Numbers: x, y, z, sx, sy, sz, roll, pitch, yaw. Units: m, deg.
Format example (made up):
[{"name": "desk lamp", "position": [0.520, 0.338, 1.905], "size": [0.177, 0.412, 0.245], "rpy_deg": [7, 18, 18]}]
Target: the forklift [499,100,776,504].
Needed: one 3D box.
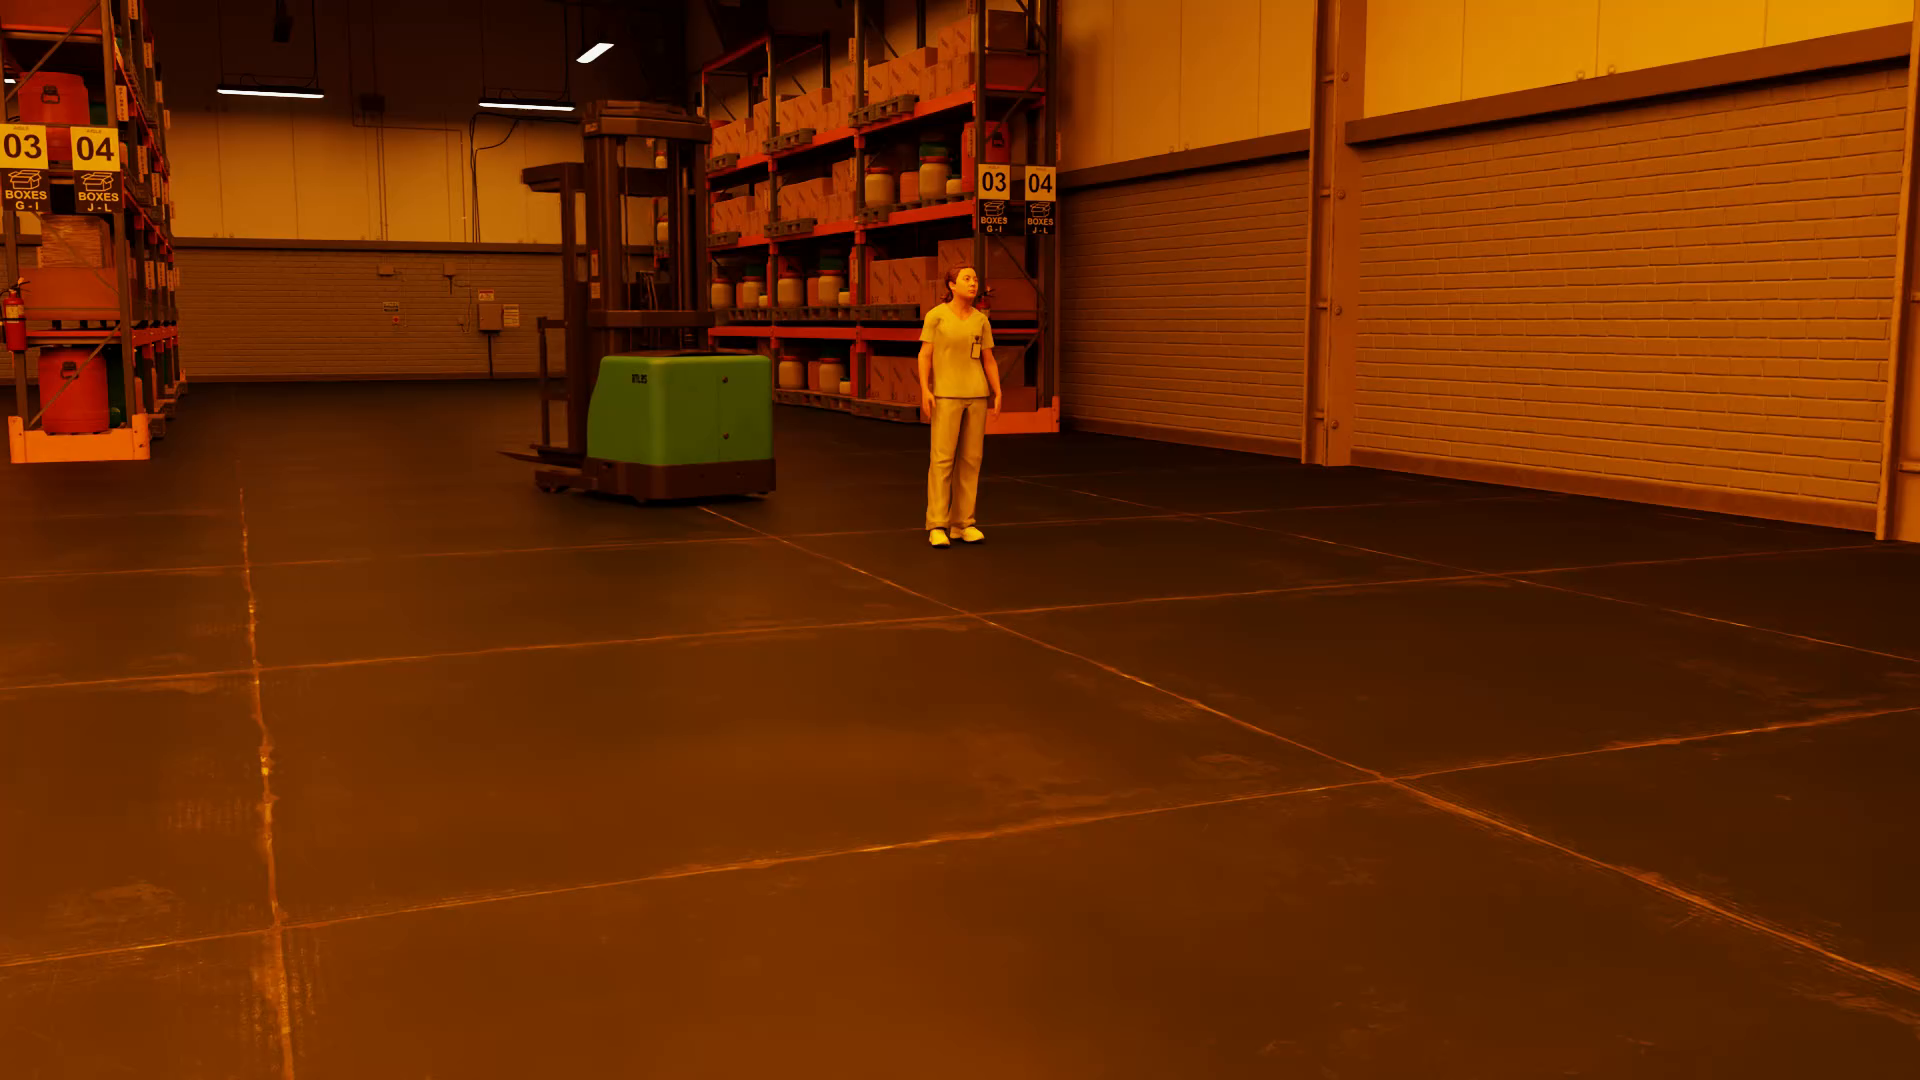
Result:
[{"name": "forklift", "position": [-2.701, -1.858, 13.034], "size": [1.130, 2.935, 3.031], "rpy_deg": [-6, 10, -39]}]

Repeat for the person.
[{"name": "person", "position": [0.017, -0.829, 9.970], "size": [0.549, 1.673, 0.548], "rpy_deg": [-3, 8, -23]}]
